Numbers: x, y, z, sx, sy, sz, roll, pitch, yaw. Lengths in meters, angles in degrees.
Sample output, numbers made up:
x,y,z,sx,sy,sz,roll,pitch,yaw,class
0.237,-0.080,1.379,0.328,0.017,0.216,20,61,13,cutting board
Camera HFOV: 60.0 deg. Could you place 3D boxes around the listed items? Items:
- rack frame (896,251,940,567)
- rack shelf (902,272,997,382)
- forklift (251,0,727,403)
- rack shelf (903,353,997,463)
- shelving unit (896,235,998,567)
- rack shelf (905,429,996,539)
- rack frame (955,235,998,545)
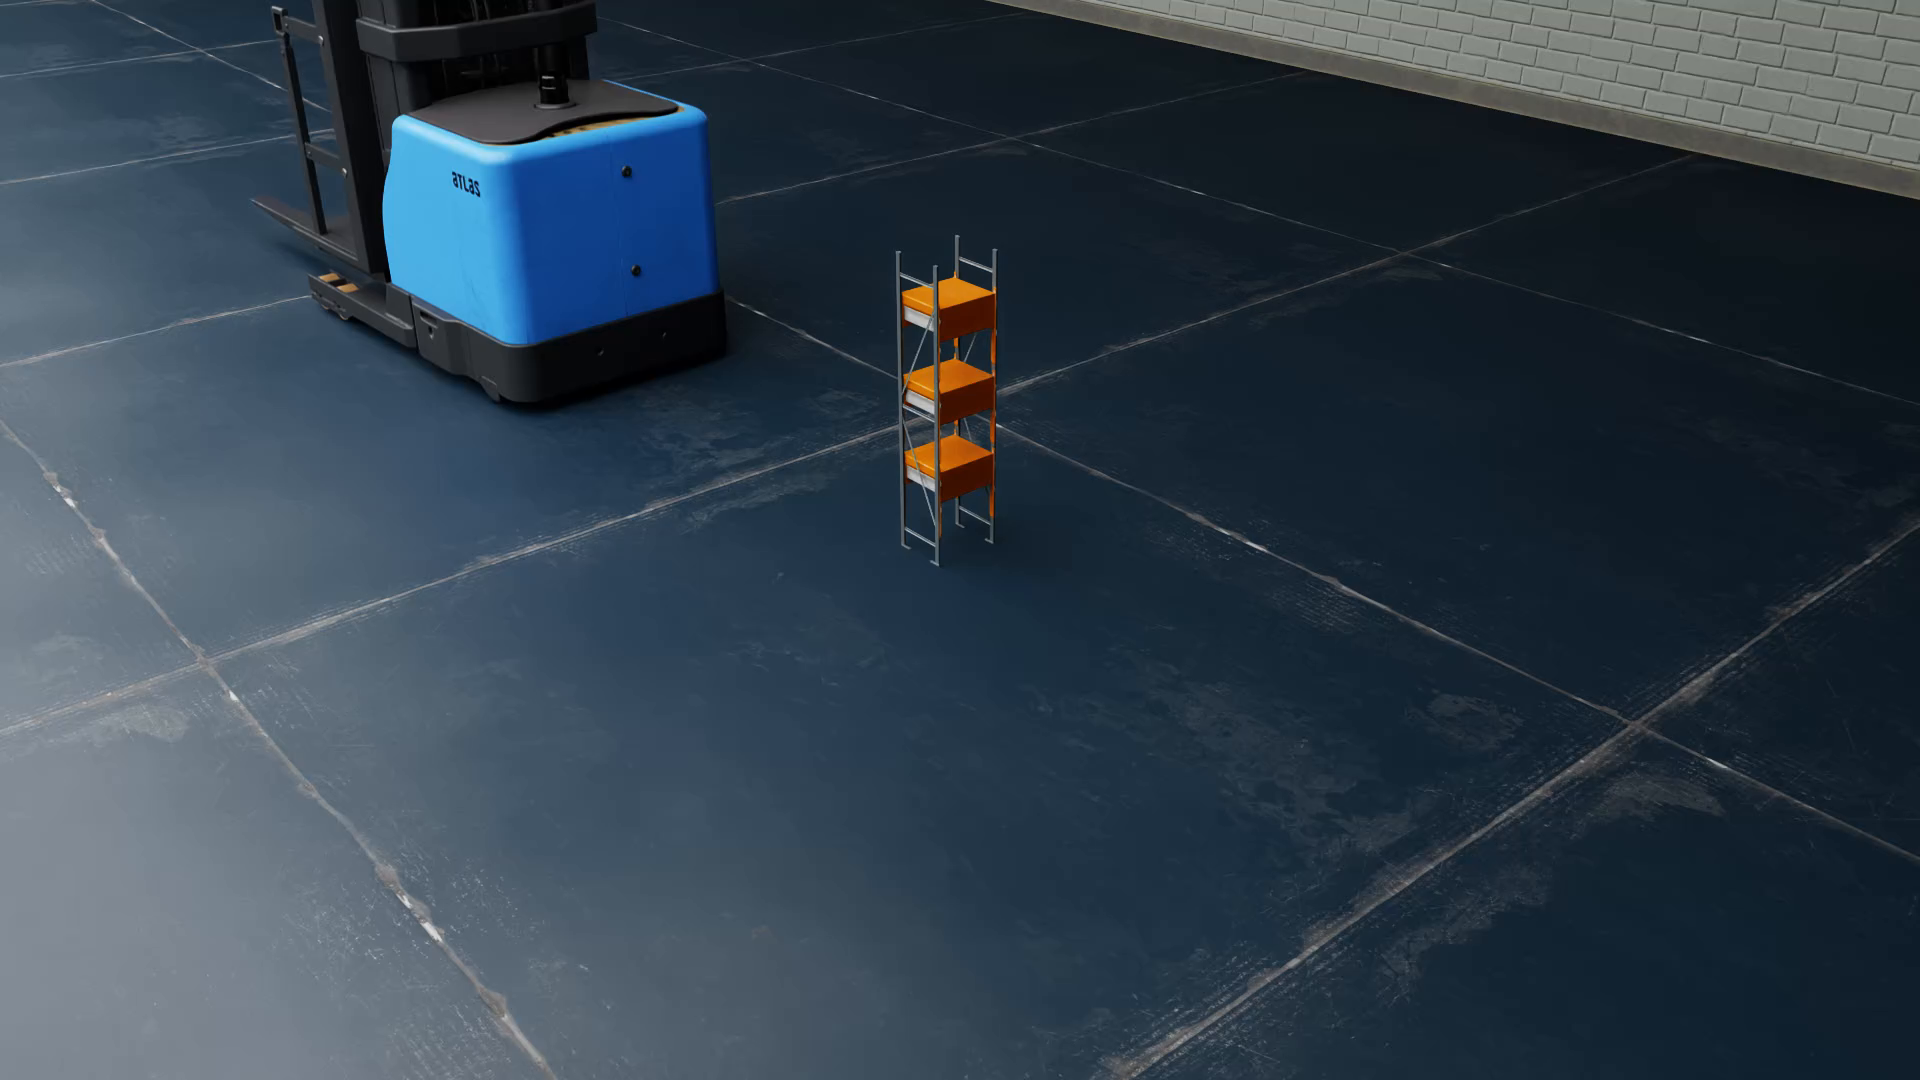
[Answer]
x,y,z,sx,sy,sz,roll,pitch,yaw,class
-0.134,-0.409,5.402,0.008,1.050,0.200,-22,35,-35,rack frame
-0.041,-0.688,5.343,0.240,0.259,0.215,-22,35,-35,rack shelf
-2.382,-2.445,7.216,1.130,2.935,3.031,-24,36,-37,forklift
-0.041,-0.437,5.477,0.240,0.259,0.215,-22,35,-35,rack shelf
-0.041,-0.447,5.472,0.252,1.050,0.215,-22,35,-35,shelving unit
-0.041,-0.192,5.608,0.240,0.259,0.215,-22,35,-35,rack shelf
0.052,-0.484,5.542,0.008,1.050,0.200,-22,35,-35,rack frame
